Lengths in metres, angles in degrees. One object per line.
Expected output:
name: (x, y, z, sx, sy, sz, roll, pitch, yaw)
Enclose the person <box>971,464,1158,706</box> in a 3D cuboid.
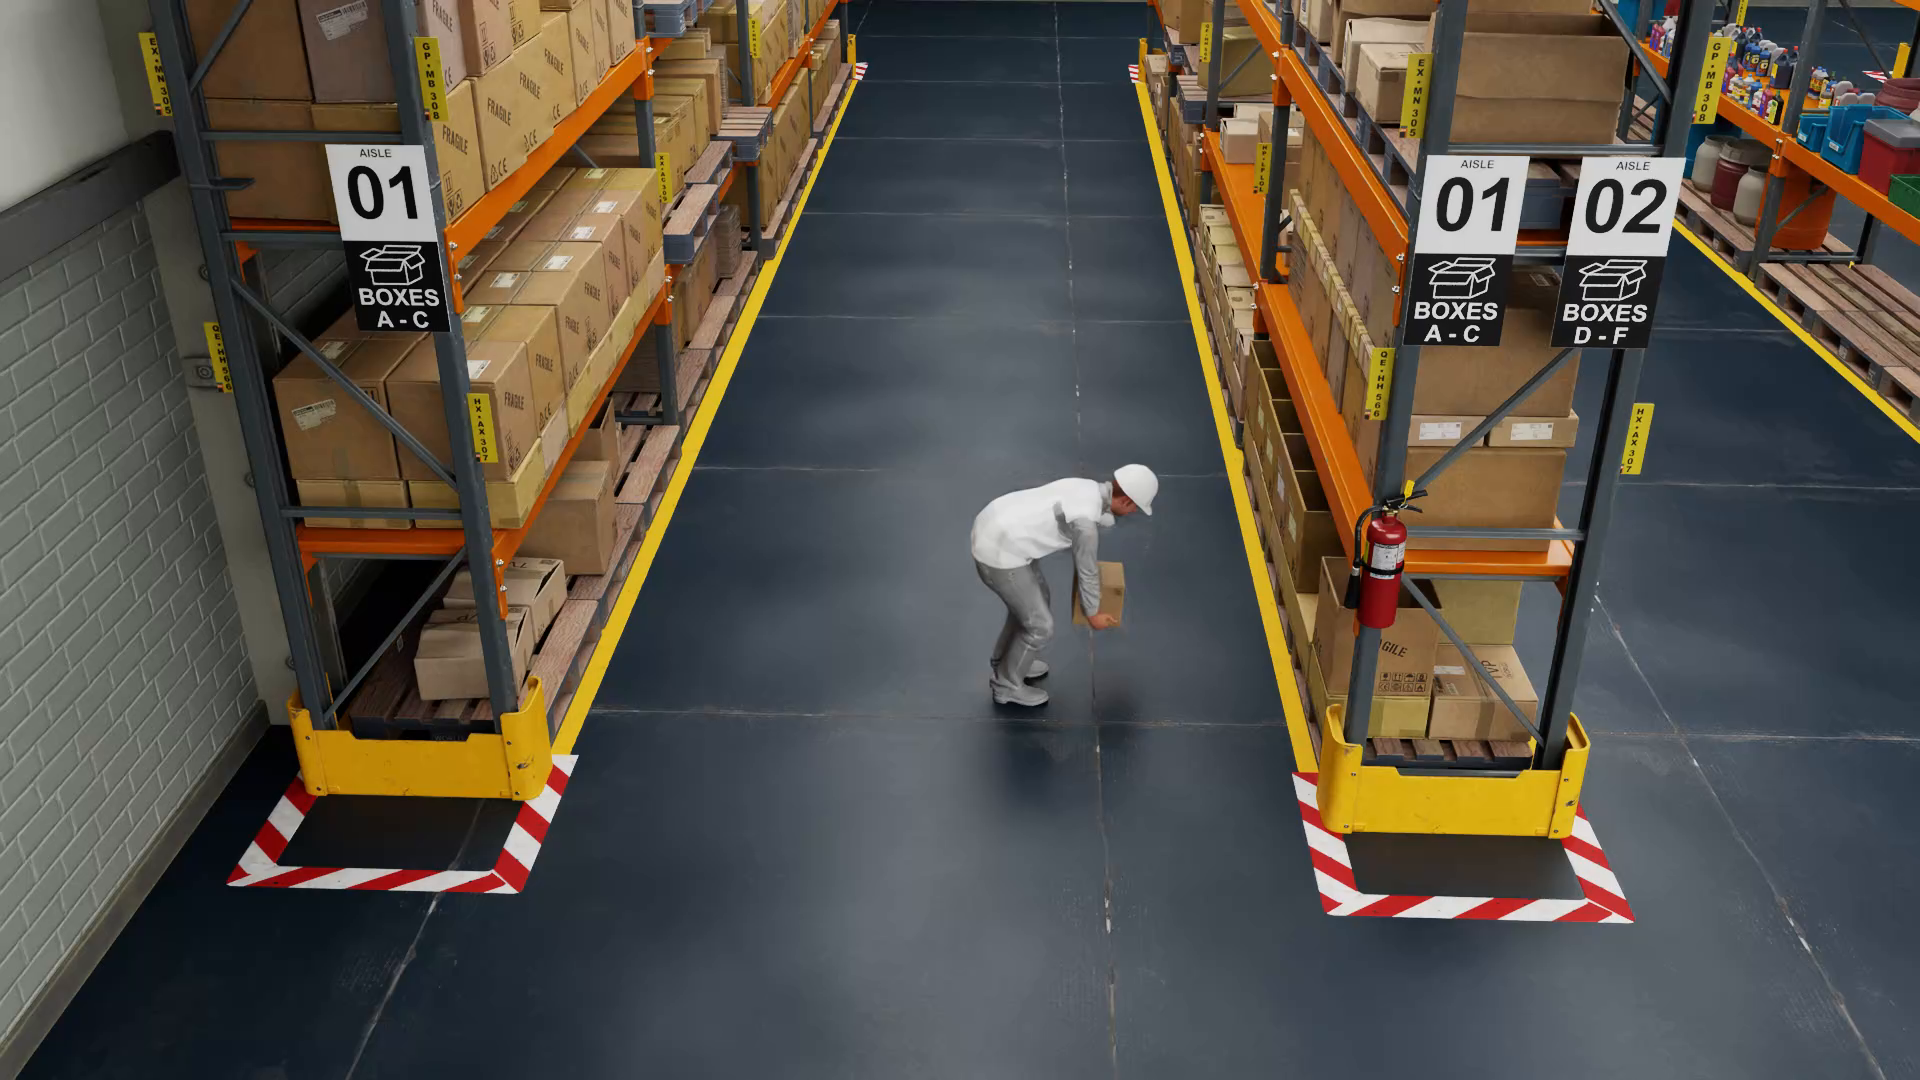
person: (0.530, 0.208, 8.691, 0.948, 1.316, 0.475, 0, 28, 0)
